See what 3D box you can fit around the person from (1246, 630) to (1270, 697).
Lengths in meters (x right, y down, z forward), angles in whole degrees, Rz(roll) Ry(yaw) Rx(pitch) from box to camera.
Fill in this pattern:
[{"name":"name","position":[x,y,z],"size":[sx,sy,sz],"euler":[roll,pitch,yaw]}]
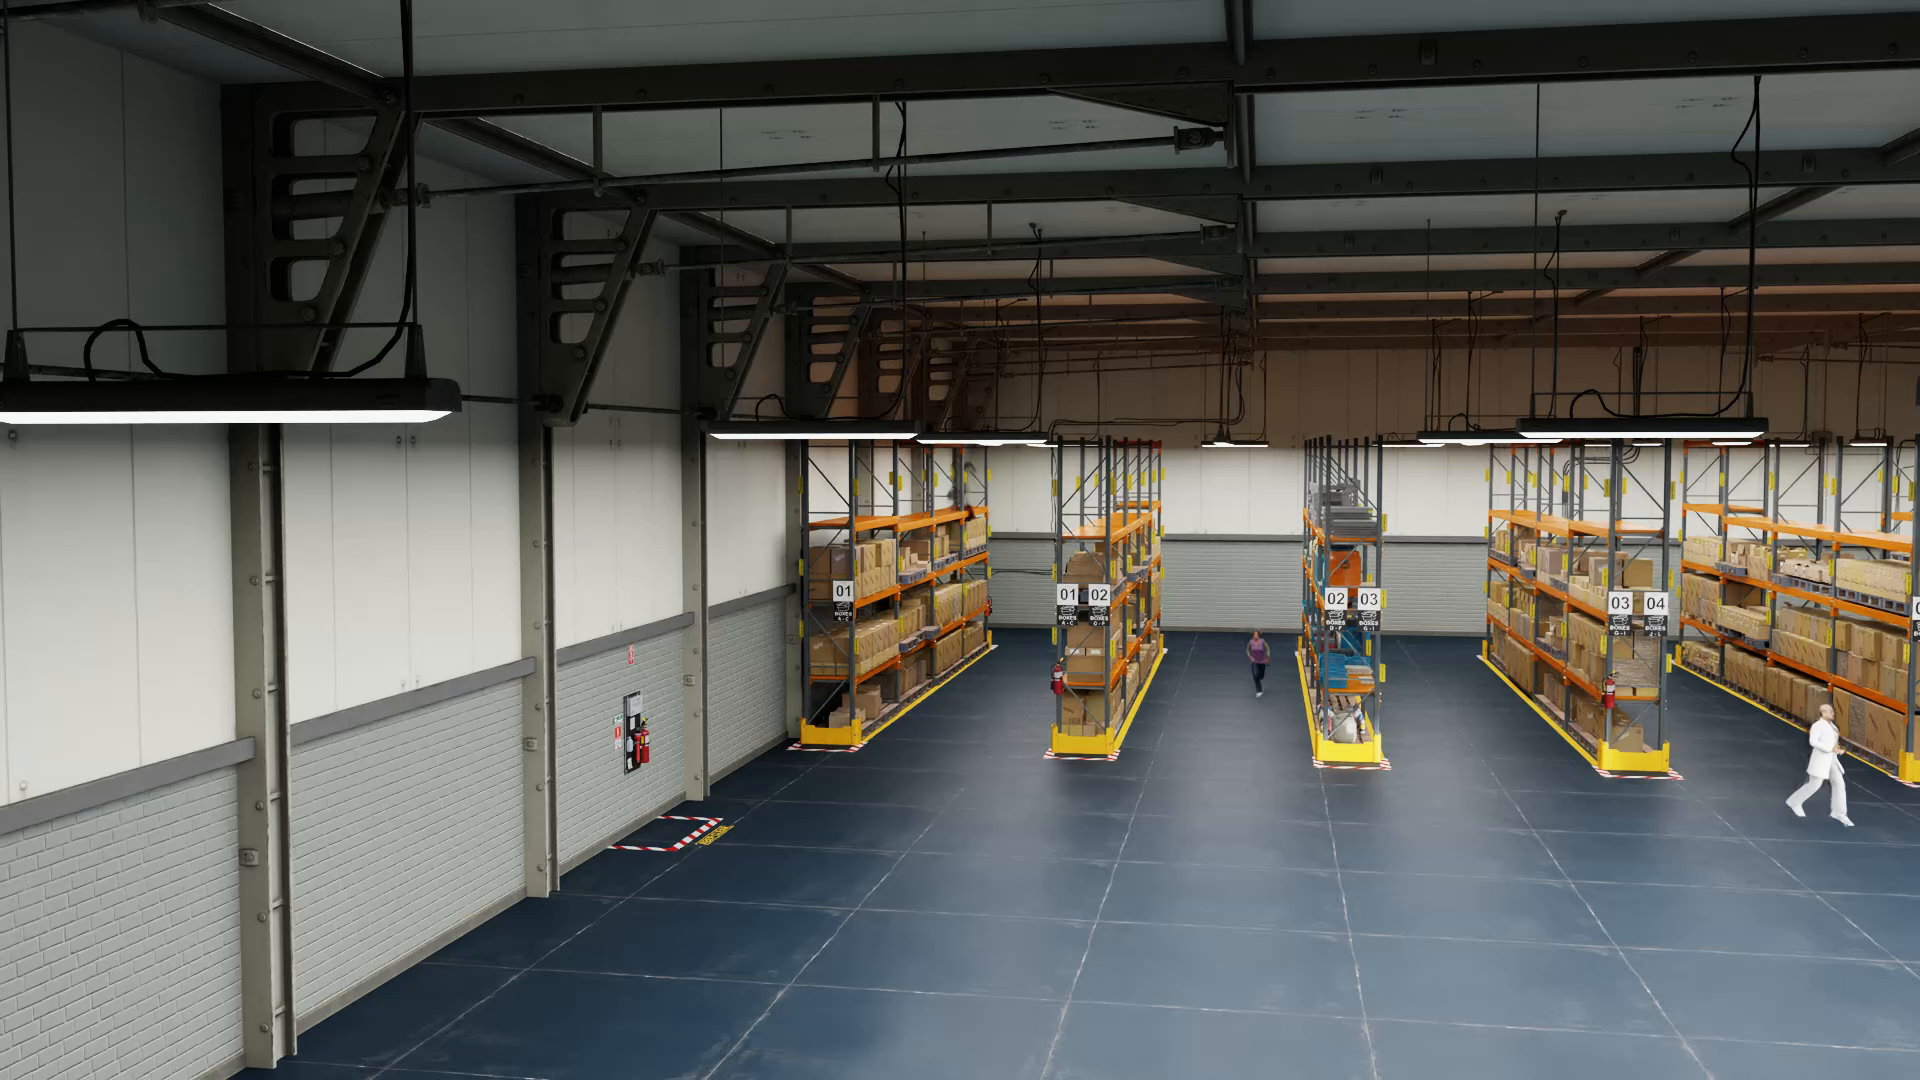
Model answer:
[{"name":"person","position":[6.960,2.869,38.839],"size":[0.566,1.566,0.666],"euler":[1,3,12]}]

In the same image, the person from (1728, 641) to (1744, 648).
[{"name":"person","position":[21.132,2.439,45.143],"size":[0.719,1.767,0.658],"euler":[-1,3,-16]}]

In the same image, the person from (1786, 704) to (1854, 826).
[{"name":"person","position":[13.347,3.439,25.685],"size":[0.750,1.801,1.012],"euler":[-2,4,-35]}]

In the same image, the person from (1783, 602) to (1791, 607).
[{"name":"person","position":[22.814,2.499,45.240],"size":[0.880,1.621,0.568],"euler":[0,3,-1]}]
